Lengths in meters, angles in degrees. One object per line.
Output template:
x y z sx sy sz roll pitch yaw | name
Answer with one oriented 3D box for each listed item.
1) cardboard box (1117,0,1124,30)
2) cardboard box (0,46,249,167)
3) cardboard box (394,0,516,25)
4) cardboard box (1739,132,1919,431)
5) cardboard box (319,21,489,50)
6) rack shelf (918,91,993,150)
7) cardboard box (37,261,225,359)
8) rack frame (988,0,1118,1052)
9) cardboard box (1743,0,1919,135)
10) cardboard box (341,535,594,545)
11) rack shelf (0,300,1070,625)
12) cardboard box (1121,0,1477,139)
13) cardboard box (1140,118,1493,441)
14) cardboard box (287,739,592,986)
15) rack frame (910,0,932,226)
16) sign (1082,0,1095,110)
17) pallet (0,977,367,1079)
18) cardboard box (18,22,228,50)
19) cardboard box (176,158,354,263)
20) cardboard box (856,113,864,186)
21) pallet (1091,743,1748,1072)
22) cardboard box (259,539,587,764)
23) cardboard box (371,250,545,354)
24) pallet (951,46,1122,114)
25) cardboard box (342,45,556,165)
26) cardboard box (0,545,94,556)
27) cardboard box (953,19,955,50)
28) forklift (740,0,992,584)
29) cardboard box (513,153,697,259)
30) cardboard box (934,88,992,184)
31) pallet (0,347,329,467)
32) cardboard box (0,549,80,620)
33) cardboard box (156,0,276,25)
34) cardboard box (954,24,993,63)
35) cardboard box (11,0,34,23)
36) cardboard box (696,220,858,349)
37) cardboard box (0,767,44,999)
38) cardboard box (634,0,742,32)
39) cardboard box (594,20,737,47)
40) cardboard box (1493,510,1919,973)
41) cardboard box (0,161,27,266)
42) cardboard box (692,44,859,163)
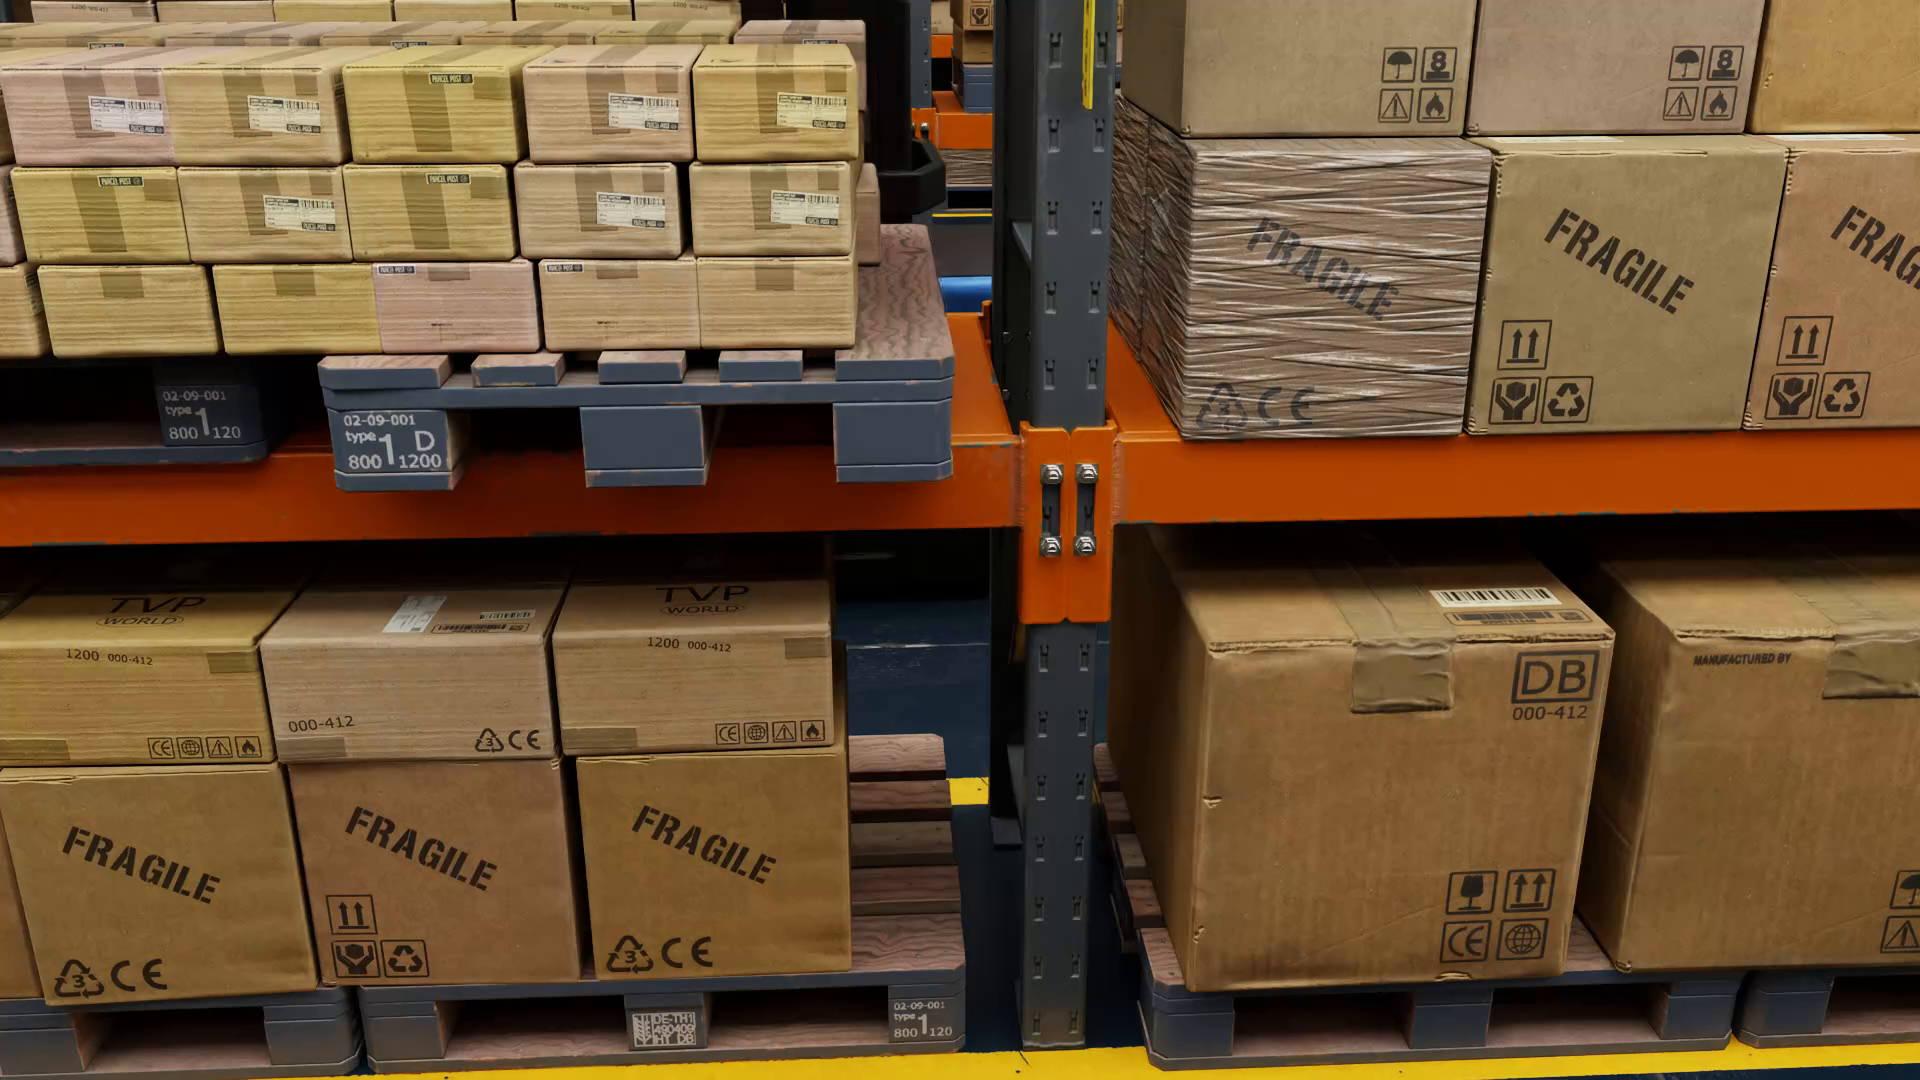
0.762 -2.617 7.630 0.500 0.500 0.500 0 21 0 | cardboard box
-1.319 -0.704 2.680 0.250 0.149 0.380 -1 21 -3 | cardboard box
-2.229 -2.319 7.503 0.500 0.250 0.500 -2 21 -5 | cardboard box
1.638 -0.520 3.131 0.500 0.500 0.500 -1 21 -3 | cardboard box
-1.087 -0.940 3.301 0.250 0.149 0.380 -2 21 -5 | cardboard box
1.777 -2.000 8.168 4.000 0.370 1.077 -1 21 -3 | rack shelf
-1.325 -0.425 2.784 0.250 0.149 0.380 -2 21 -5 | cardboard box
0.164 -0.539 3.320 0.127 3.000 1.000 -1 21 -3 | rack frame
1.629 -1.080 3.197 0.500 0.500 0.700 -1 21 -4 | cardboard box
-1.045 0.021 3.719 0.500 0.250 0.500 -1 21 -4 | cardboard box
-1.833 -0.162 3.342 4.000 0.370 1.077 -1 21 -3 | rack shelf
0.612 -1.058 3.139 0.500 0.500 0.700 -1 21 -3 | cardboard box
0.627 -0.499 3.075 0.500 0.500 0.500 -1 21 -2 | cardboard box
-0.997 0.549 3.387 0.500 0.500 0.500 0 21 -1 | cardboard box
-0.220 -2.295 7.933 0.127 3.000 1.000 -1 21 -3 | rack frame
0.204 -0.850 2.623 0.005 0.325 0.100 -1 21 -3 | sign
-1.832 0.803 3.714 1.213 0.211 1.003 -1 21 -3 | pallet
-1.621 -0.928 3.269 0.250 0.149 0.380 -1 21 -1 | cardboard box
-1.082 -0.568 2.741 0.250 0.149 0.380 -1 21 -3 | cardboard box
-0.330 -0.818 3.399 0.250 0.149 0.380 0 21 -1 | cardboard box
0.955 0.775 3.788 1.213 0.211 1.003 -1 21 -3 | pallet
-1.008 0.204 3.239 0.500 0.250 0.500 -1 21 -2 | cardboard box
-0.808 -0.435 2.809 0.250 0.149 0.380 -1 21 -2 | cardboard box
0.485 -2.258 8.105 1.003 0.211 1.213 -1 21 -3 | pallet
-0.812 -0.713 2.705 0.250 0.149 0.380 -1 21 -1 | cardboard box
-2.060 0.038 3.676 0.500 0.250 0.500 -2 21 -5 | cardboard box
0.094 -2.464 8.140 0.250 0.149 0.380 0 21 -1 | cardboard box
-0.893 -1.340 5.522 3.031 2.935 1.130 -2 21 -5 | forklift
-0.570 -0.579 2.770 0.250 0.149 0.380 0 21 -1 | cardboard box
0.116 -3.153 12.933 0.625 0.625 0.875 -1 21 -1 | cardboard box
-1.810 -0.394 3.211 1.213 0.211 1.003 -1 21 -3 | pallet
-2.036 0.222 3.190 0.500 0.250 0.500 0 21 -1 | cardboard box
-3.239 -2.307 7.472 0.500 0.250 0.500 -1 21 -2 | cardboard box
0.115 -2.315 7.747 0.250 0.149 0.380 -2 21 -6 | cardboard box
-4.697 -2.344 7.922 0.500 0.500 0.500 0 21 -1 | cardboard box
-0.303 -0.444 2.835 0.250 0.149 0.380 -1 21 -2 | cardboard box
-2.027 0.567 3.339 0.500 0.500 0.500 -1 21 -2 | cardboard box
-1.201 -2.347 7.577 0.500 0.250 0.500 -2 21 -4 | cardboard box
-0.577 -0.949 3.324 0.250 0.149 0.380 -2 21 -5 | cardboard box
1.649 0.317 3.644 0.750 0.750 1.050 -1 21 -2 | cardboard box
-1.591 -0.558 2.715 0.250 0.149 0.380 -1 21 -2 | cardboard box
-0.300 -0.723 2.731 0.250 0.149 0.380 -2 21 -5 | cardboard box
